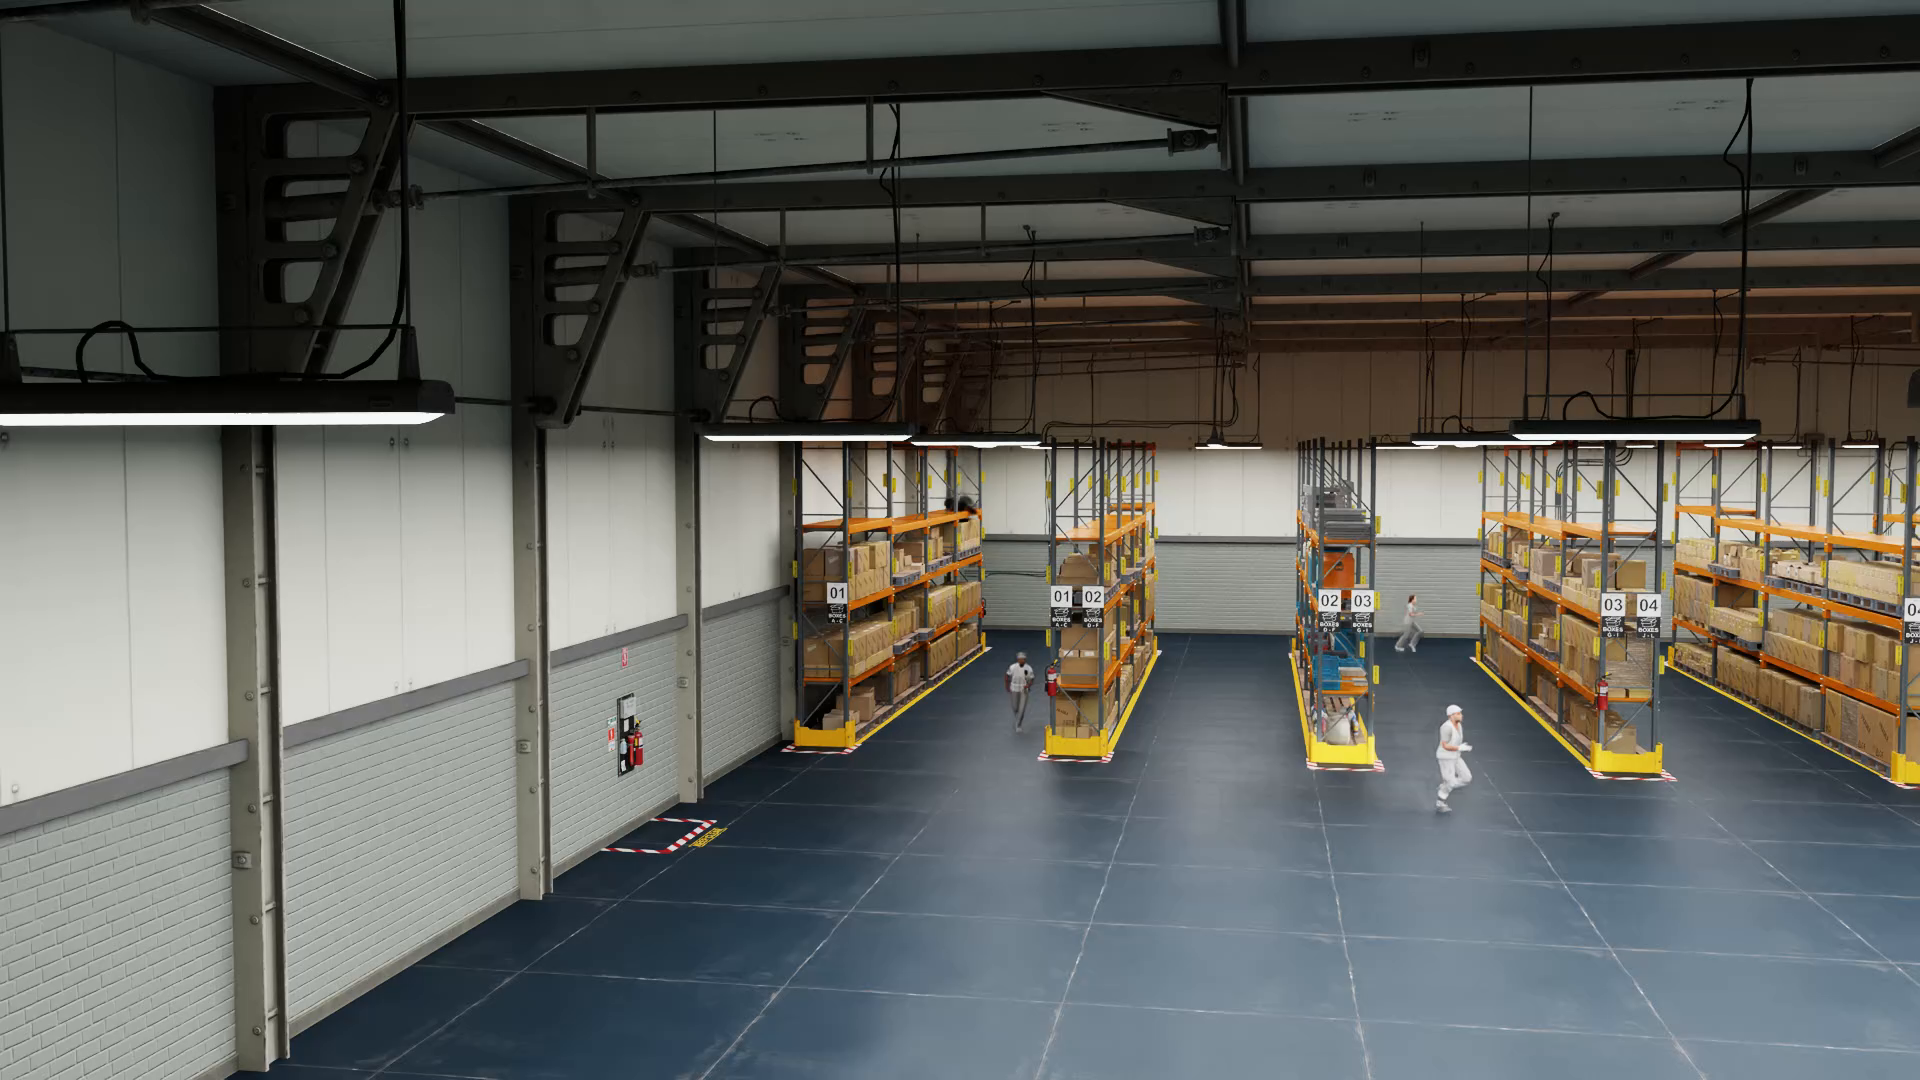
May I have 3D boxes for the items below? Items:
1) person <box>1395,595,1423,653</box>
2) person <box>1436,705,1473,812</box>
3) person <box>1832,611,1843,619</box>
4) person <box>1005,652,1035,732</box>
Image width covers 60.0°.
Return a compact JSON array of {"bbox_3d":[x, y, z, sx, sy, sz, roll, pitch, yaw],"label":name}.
[{"bbox_3d":[12.817,2.379,47.430,0.799,1.657,0.590,1,3,25],"label":"person"},{"bbox_3d":[7.816,3.457,26.258,0.655,1.728,0.707,3,4,43],"label":"person"},{"bbox_3d":[23.669,2.536,45.012,0.627,1.558,0.508,0,3,0],"label":"person"},{"bbox_3d":[1.228,3.113,34.185,0.611,1.653,0.664,0,3,5],"label":"person"}]
